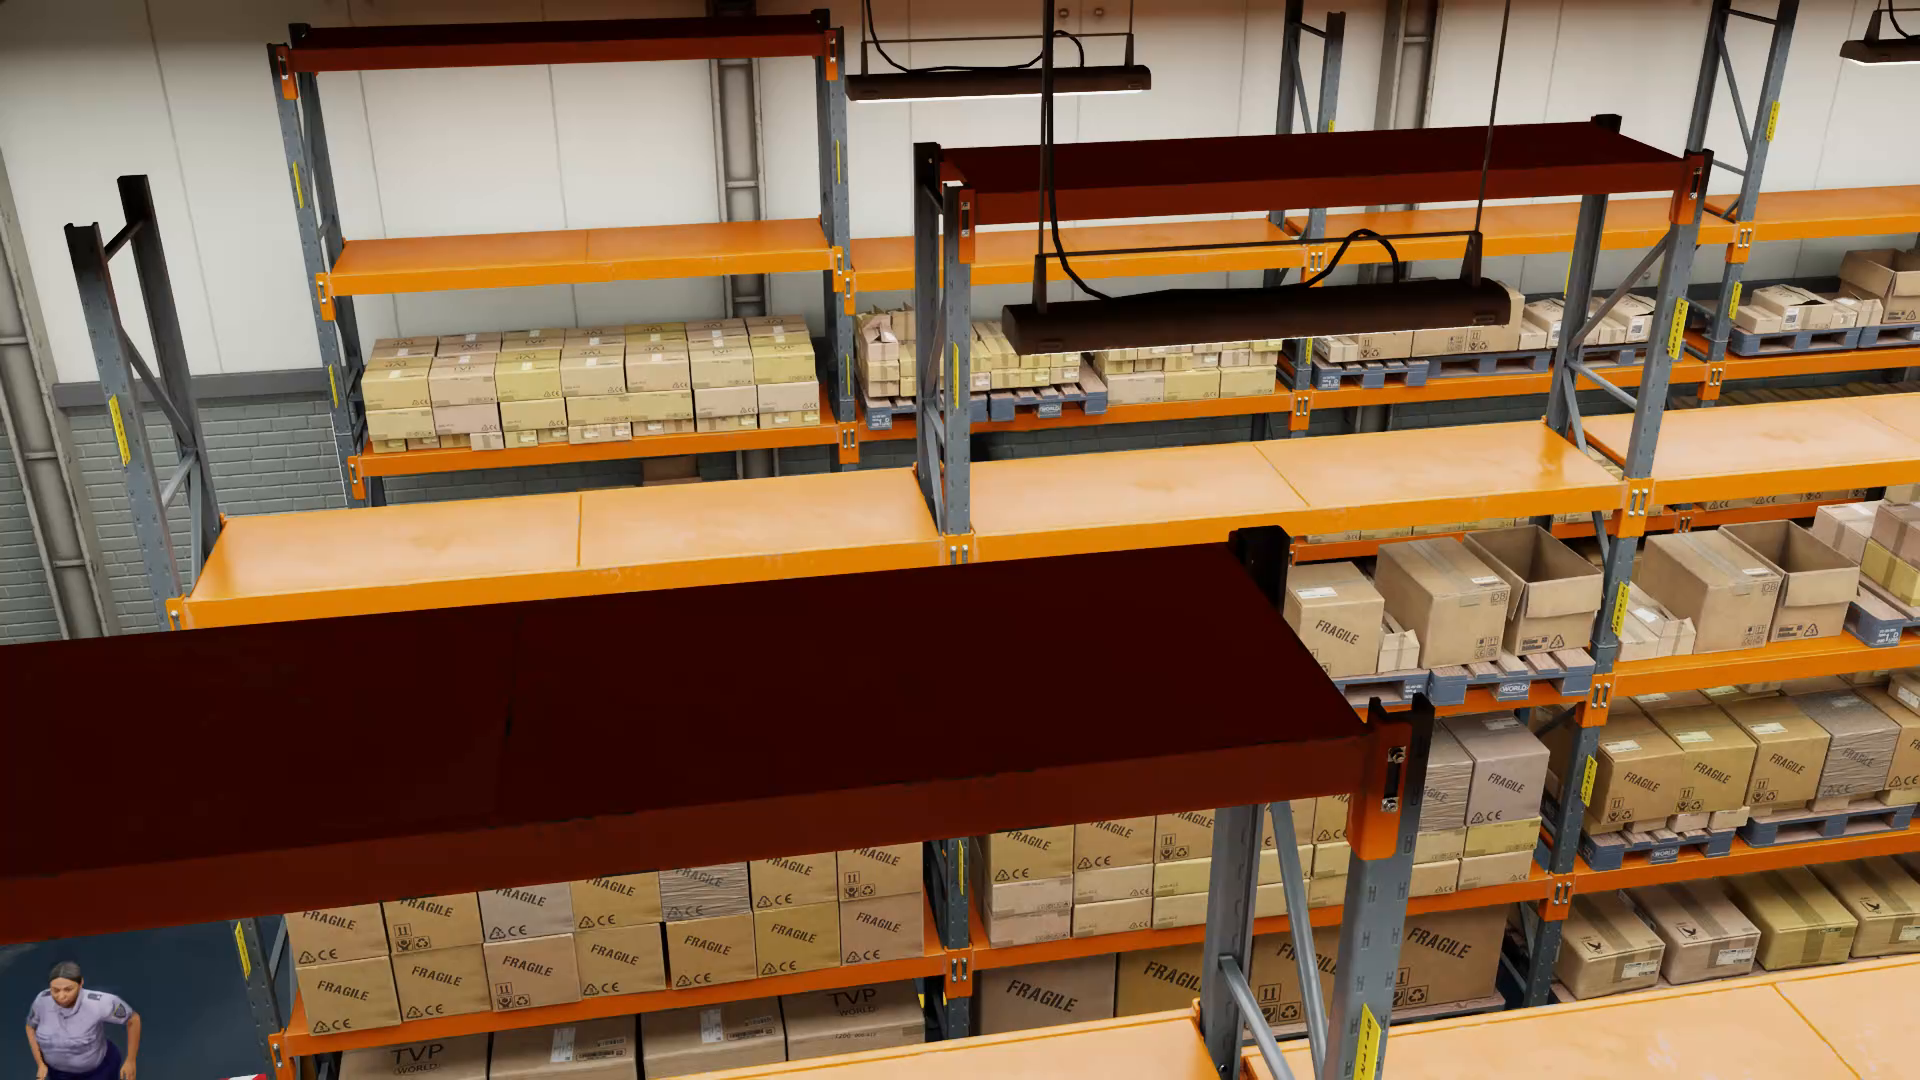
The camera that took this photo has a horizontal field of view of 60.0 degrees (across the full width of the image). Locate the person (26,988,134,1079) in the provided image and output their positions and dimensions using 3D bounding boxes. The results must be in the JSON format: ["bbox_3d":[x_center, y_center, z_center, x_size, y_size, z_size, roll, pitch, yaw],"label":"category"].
[{"bbox_3d":[-5.198,3.227,9.922,0.641,1.421,0.942,1,26,2],"label":"person"}]
